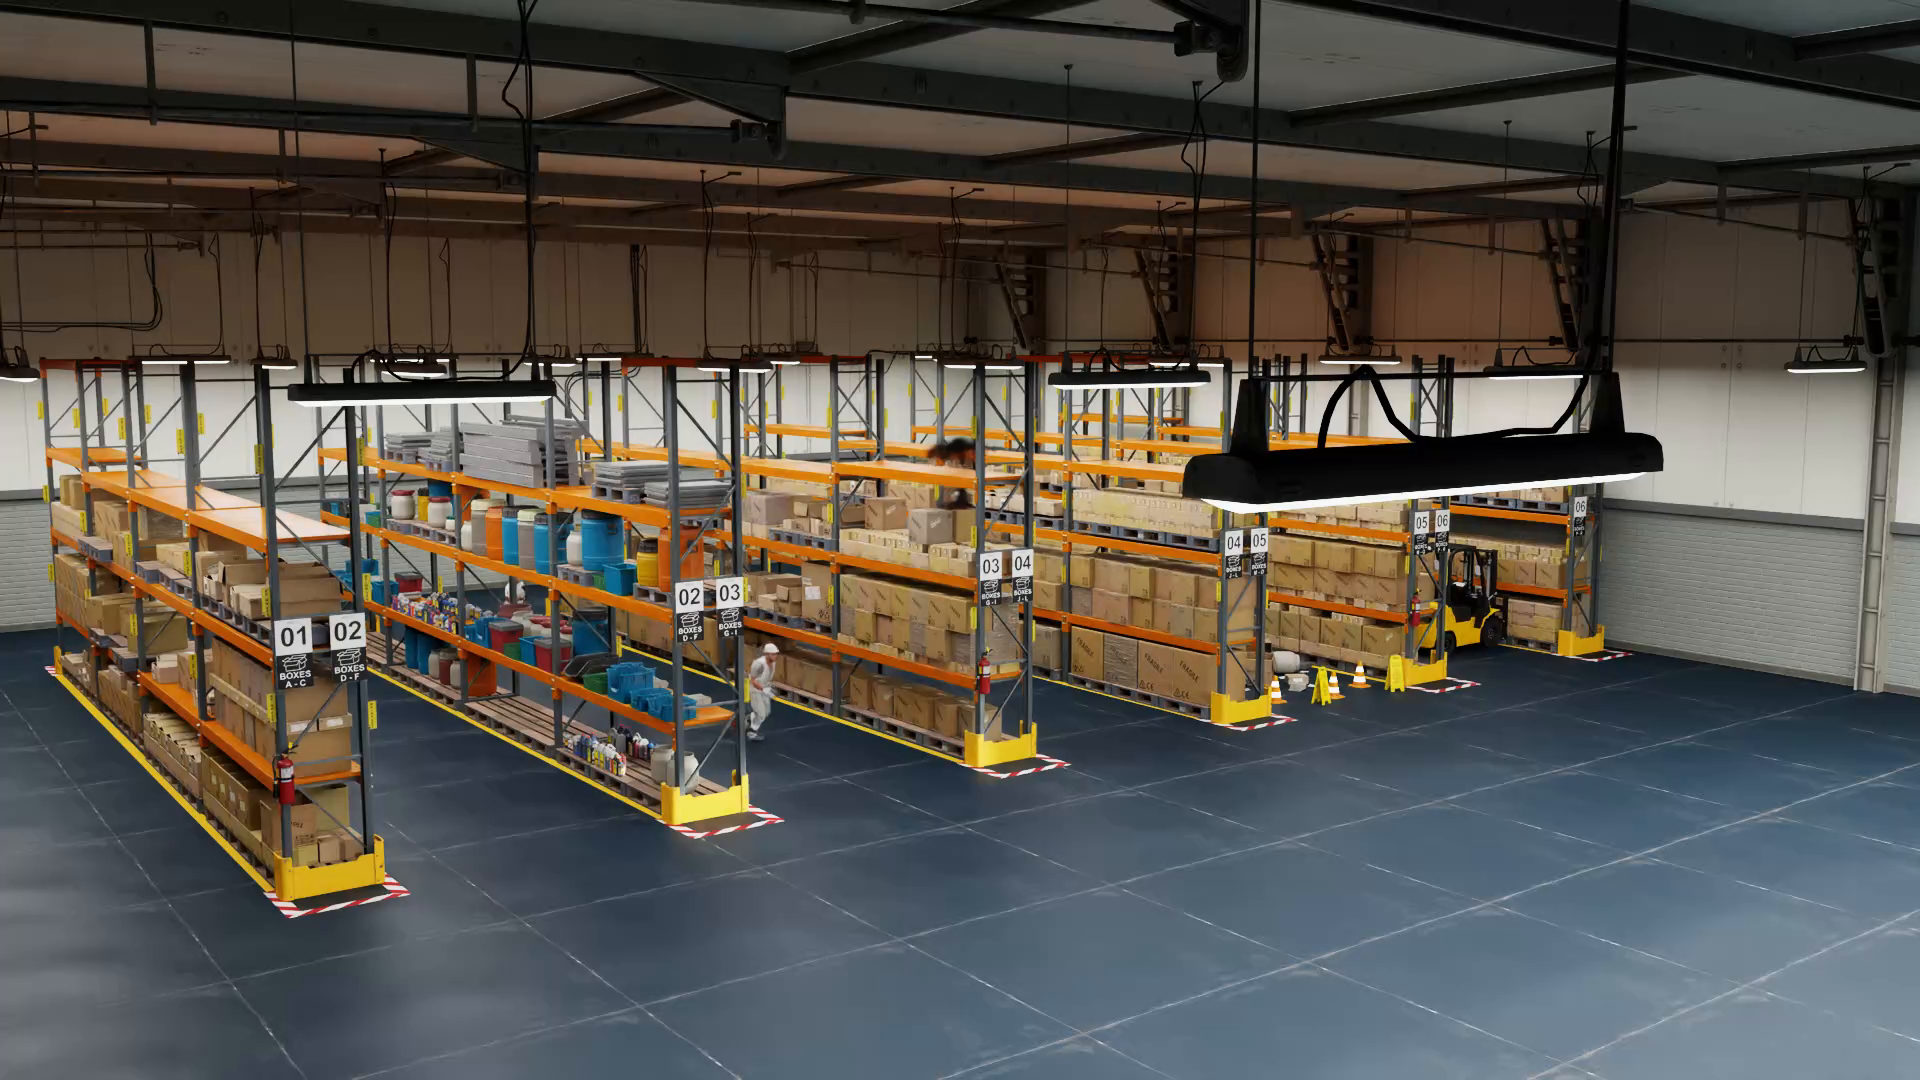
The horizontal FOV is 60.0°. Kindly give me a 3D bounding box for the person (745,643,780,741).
[{"bbox_3d":[-3.180,2.385,26.214,0.910,1.610,0.636,3,8,27],"label":"person"}]

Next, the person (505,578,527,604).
[{"bbox_3d":[-9.172,1.415,34.262,0.954,1.657,0.588,7,10,44],"label":"person"}]
